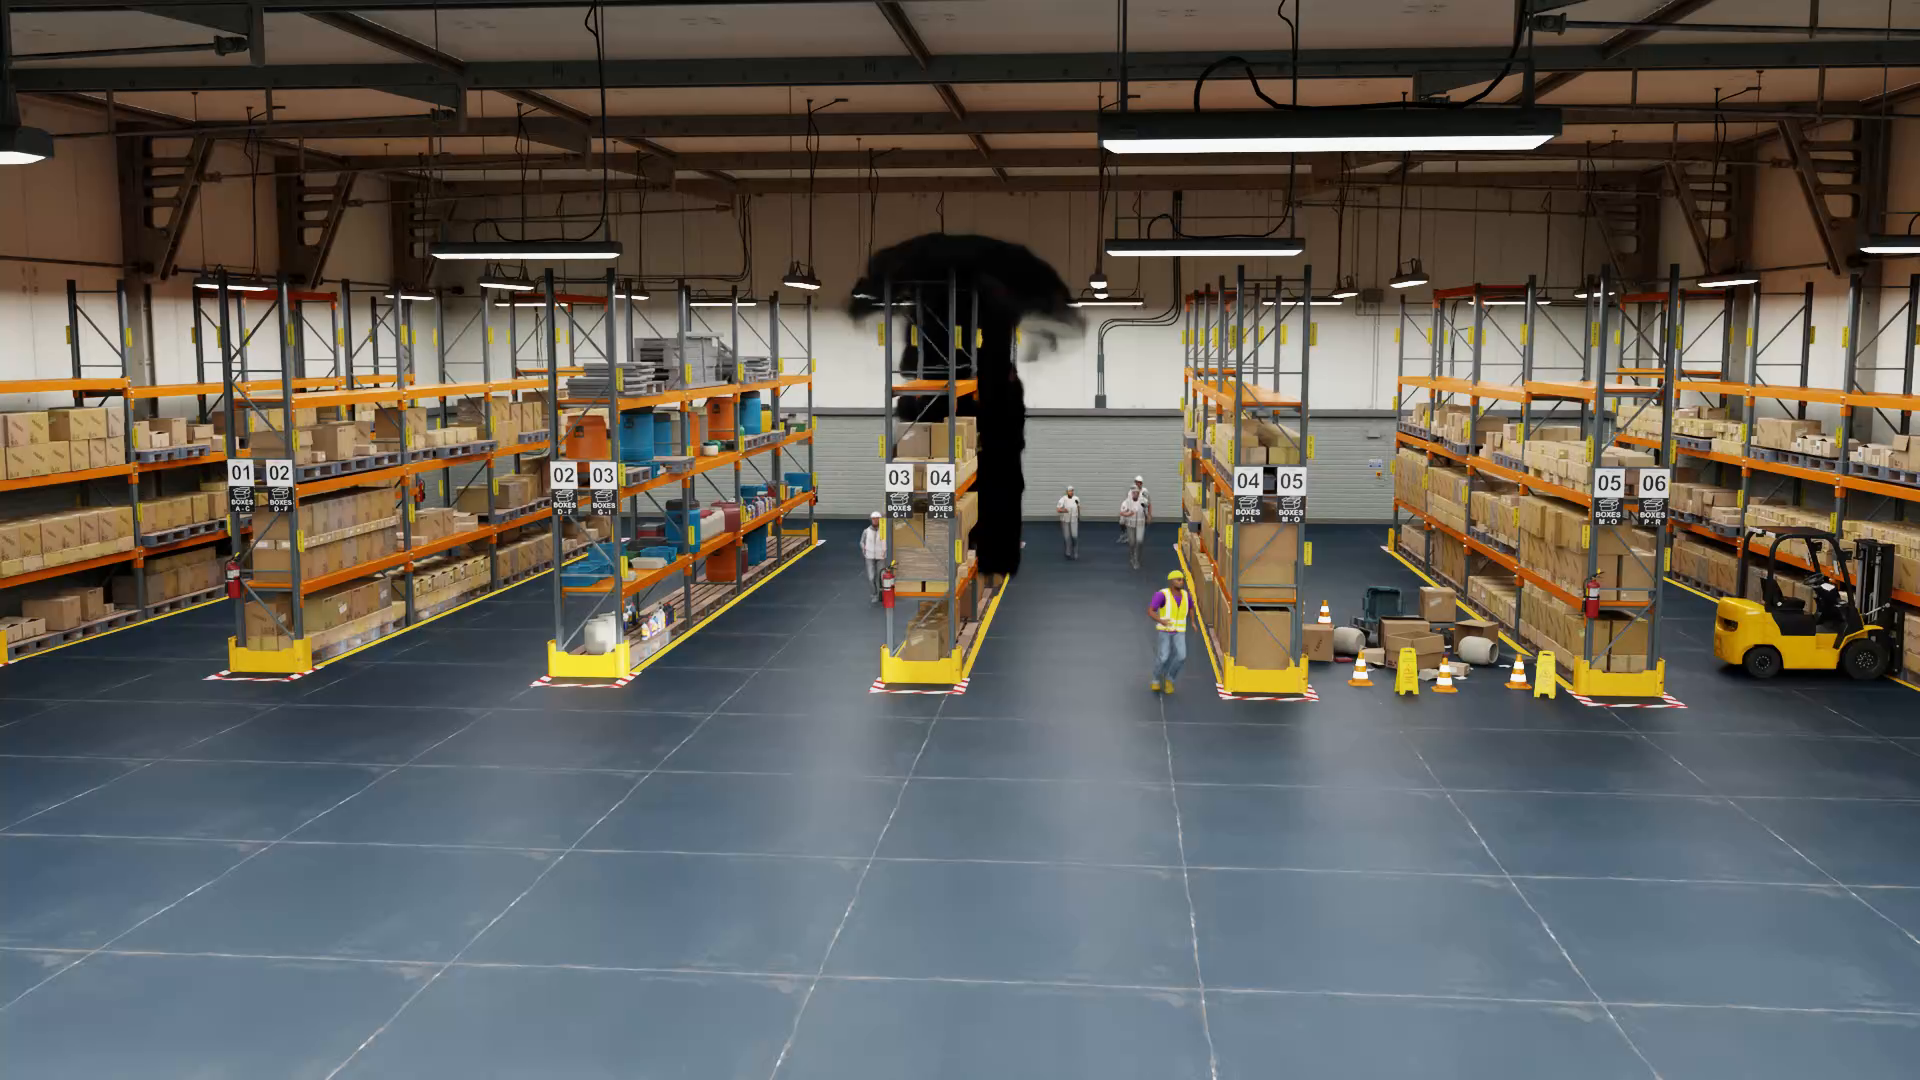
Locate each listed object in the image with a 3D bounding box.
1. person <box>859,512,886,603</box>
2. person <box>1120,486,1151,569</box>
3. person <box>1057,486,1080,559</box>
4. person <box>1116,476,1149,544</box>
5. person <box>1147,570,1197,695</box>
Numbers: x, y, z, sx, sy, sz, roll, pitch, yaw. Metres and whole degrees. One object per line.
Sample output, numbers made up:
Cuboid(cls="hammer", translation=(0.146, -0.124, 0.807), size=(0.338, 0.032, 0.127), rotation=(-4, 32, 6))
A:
Cuboid(cls="person", translation=(-1.590, 0.327, 31.485), size=(0.656, 1.722, 0.606), rotation=(1, 7, 5))
Cuboid(cls="person", translation=(3.856, -0.287, 36.489), size=(0.687, 1.833, 0.879), rotation=(0, 7, 4))
Cuboid(cls="person", translation=(2.477, -0.383, 37.764), size=(0.574, 1.703, 0.694), rotation=(-1, 7, -5))
Cuboid(cls="person", translation=(4.208, -0.726, 40.234), size=(0.854, 1.688, 0.632), rotation=(6, 9, 42))
Cuboid(cls="person", translation=(3.015, 1.301, 23.472), size=(0.776, 1.754, 0.605), rotation=(-2, 7, -16))
